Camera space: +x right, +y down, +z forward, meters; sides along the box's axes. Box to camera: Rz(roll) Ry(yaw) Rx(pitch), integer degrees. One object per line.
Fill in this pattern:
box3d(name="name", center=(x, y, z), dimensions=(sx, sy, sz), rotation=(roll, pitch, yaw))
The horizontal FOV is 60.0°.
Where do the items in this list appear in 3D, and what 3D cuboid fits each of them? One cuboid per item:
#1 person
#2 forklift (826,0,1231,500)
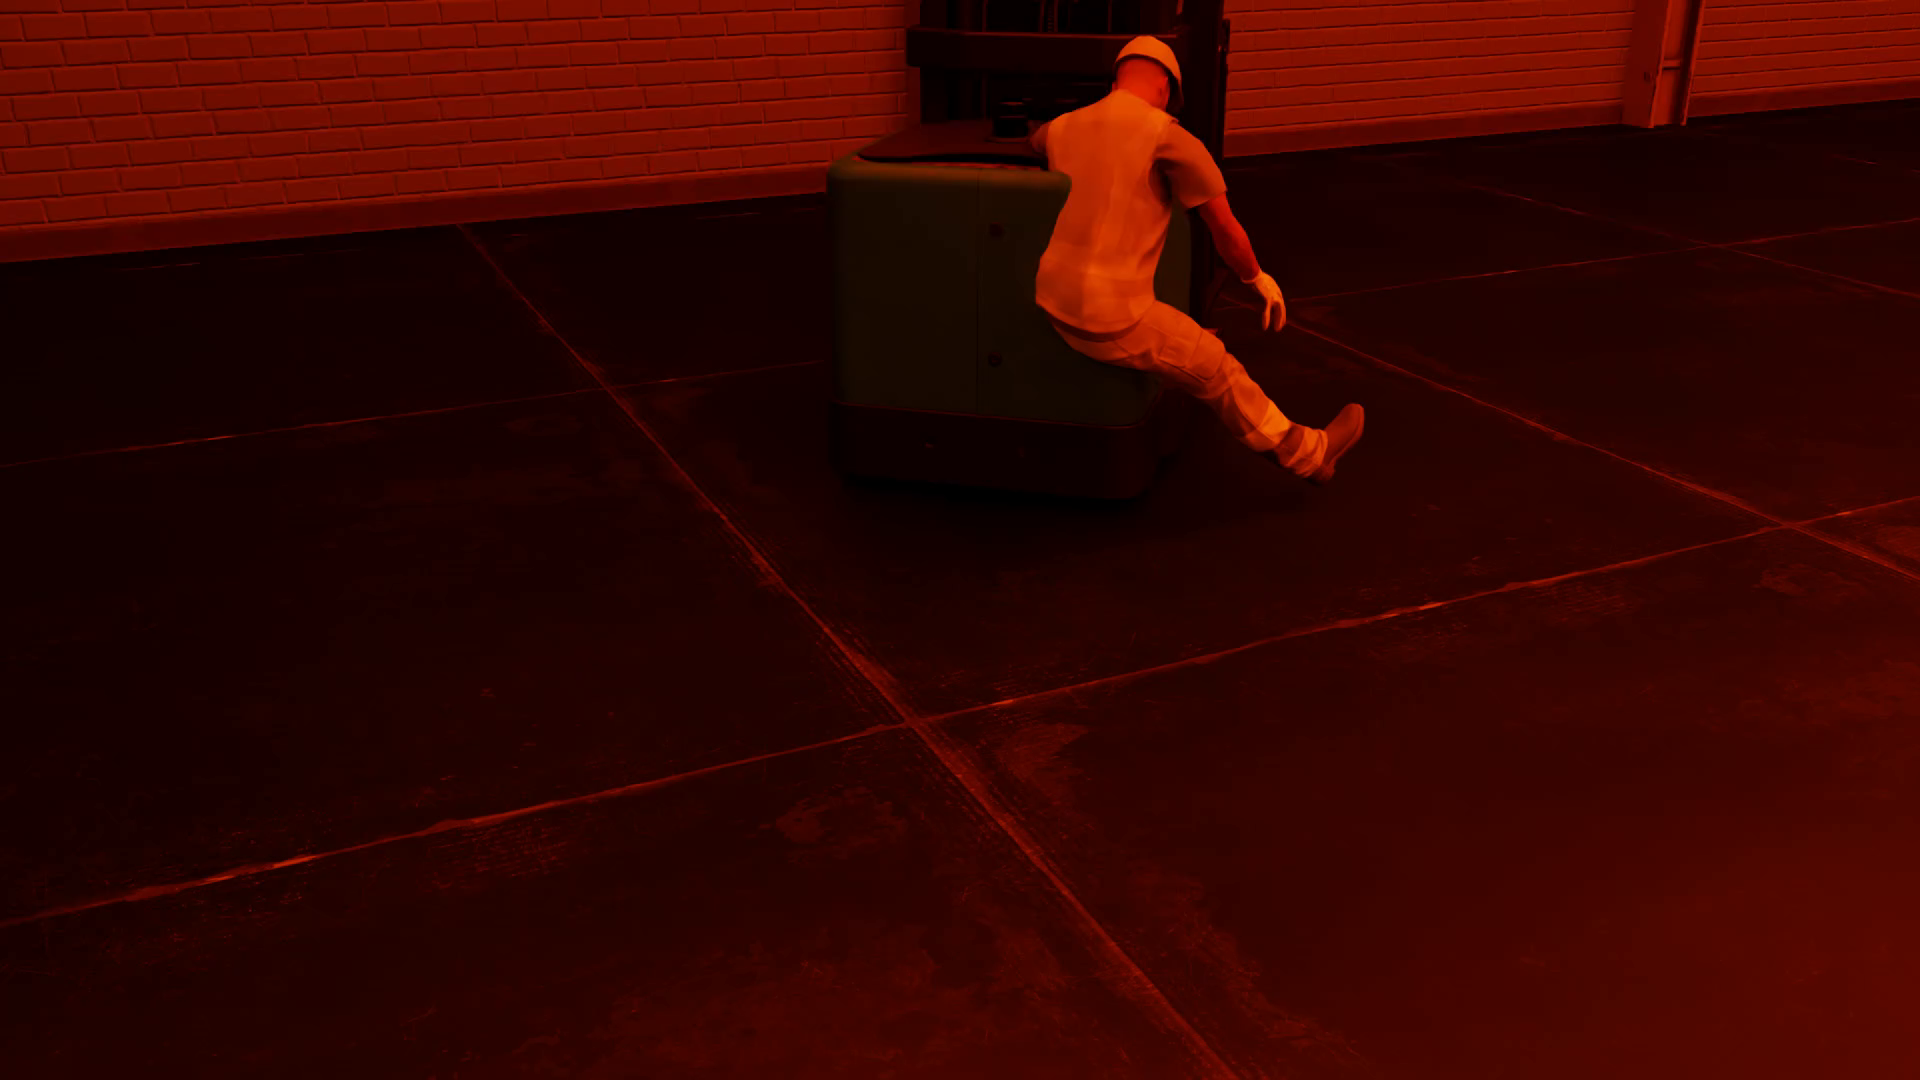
box3d(name="person", center=(0.580, -0.868, 5.289), dimensions=(1.069, 1.421, 1.102), rotation=(-16, 28, -34))
box3d(name="forklift", center=(0.458, -2.017, 6.141), dimensions=(1.130, 2.935, 3.031), rotation=(6, 23, 14))
